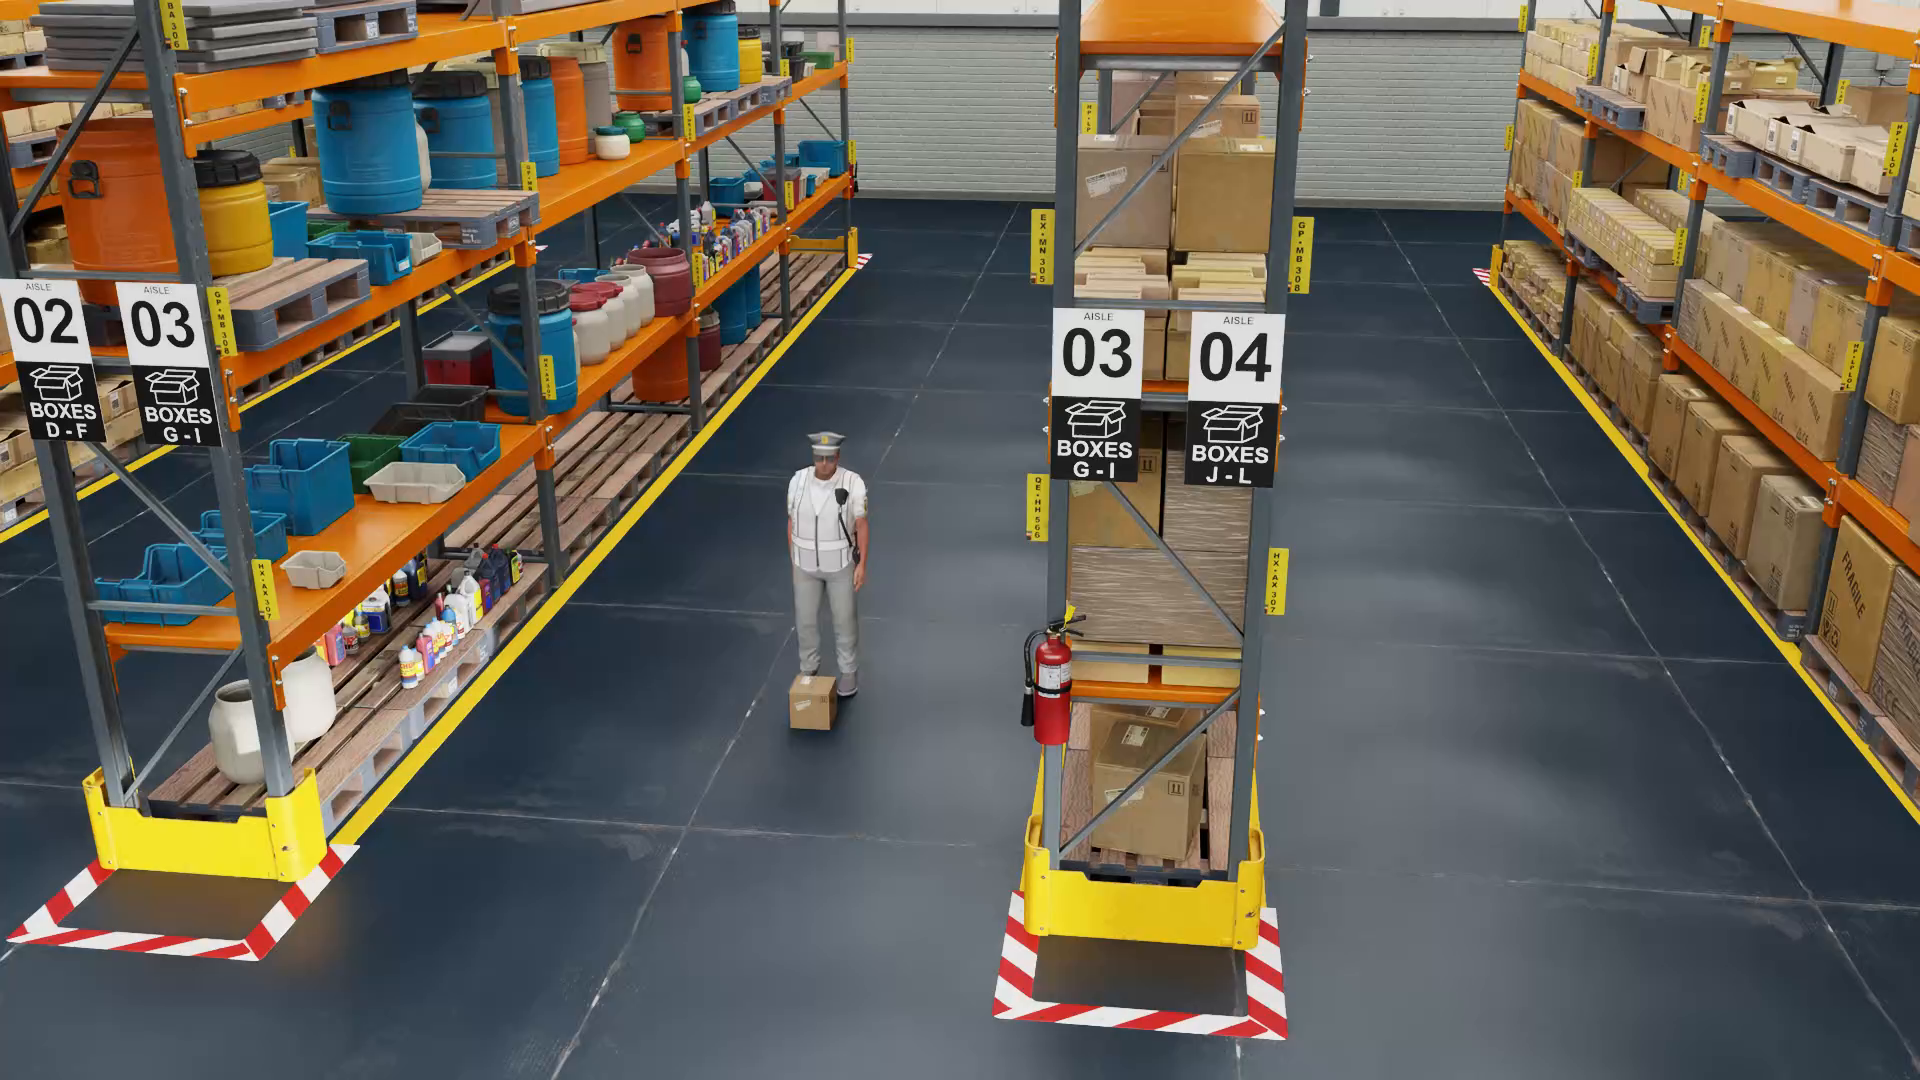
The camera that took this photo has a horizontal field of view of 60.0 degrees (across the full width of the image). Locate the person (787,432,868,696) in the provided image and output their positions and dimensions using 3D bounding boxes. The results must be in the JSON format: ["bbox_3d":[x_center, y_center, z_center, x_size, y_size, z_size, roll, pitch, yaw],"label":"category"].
[{"bbox_3d":[-0.851,0.147,10.685,0.527,1.760,0.393,3,21,8],"label":"person"}]
